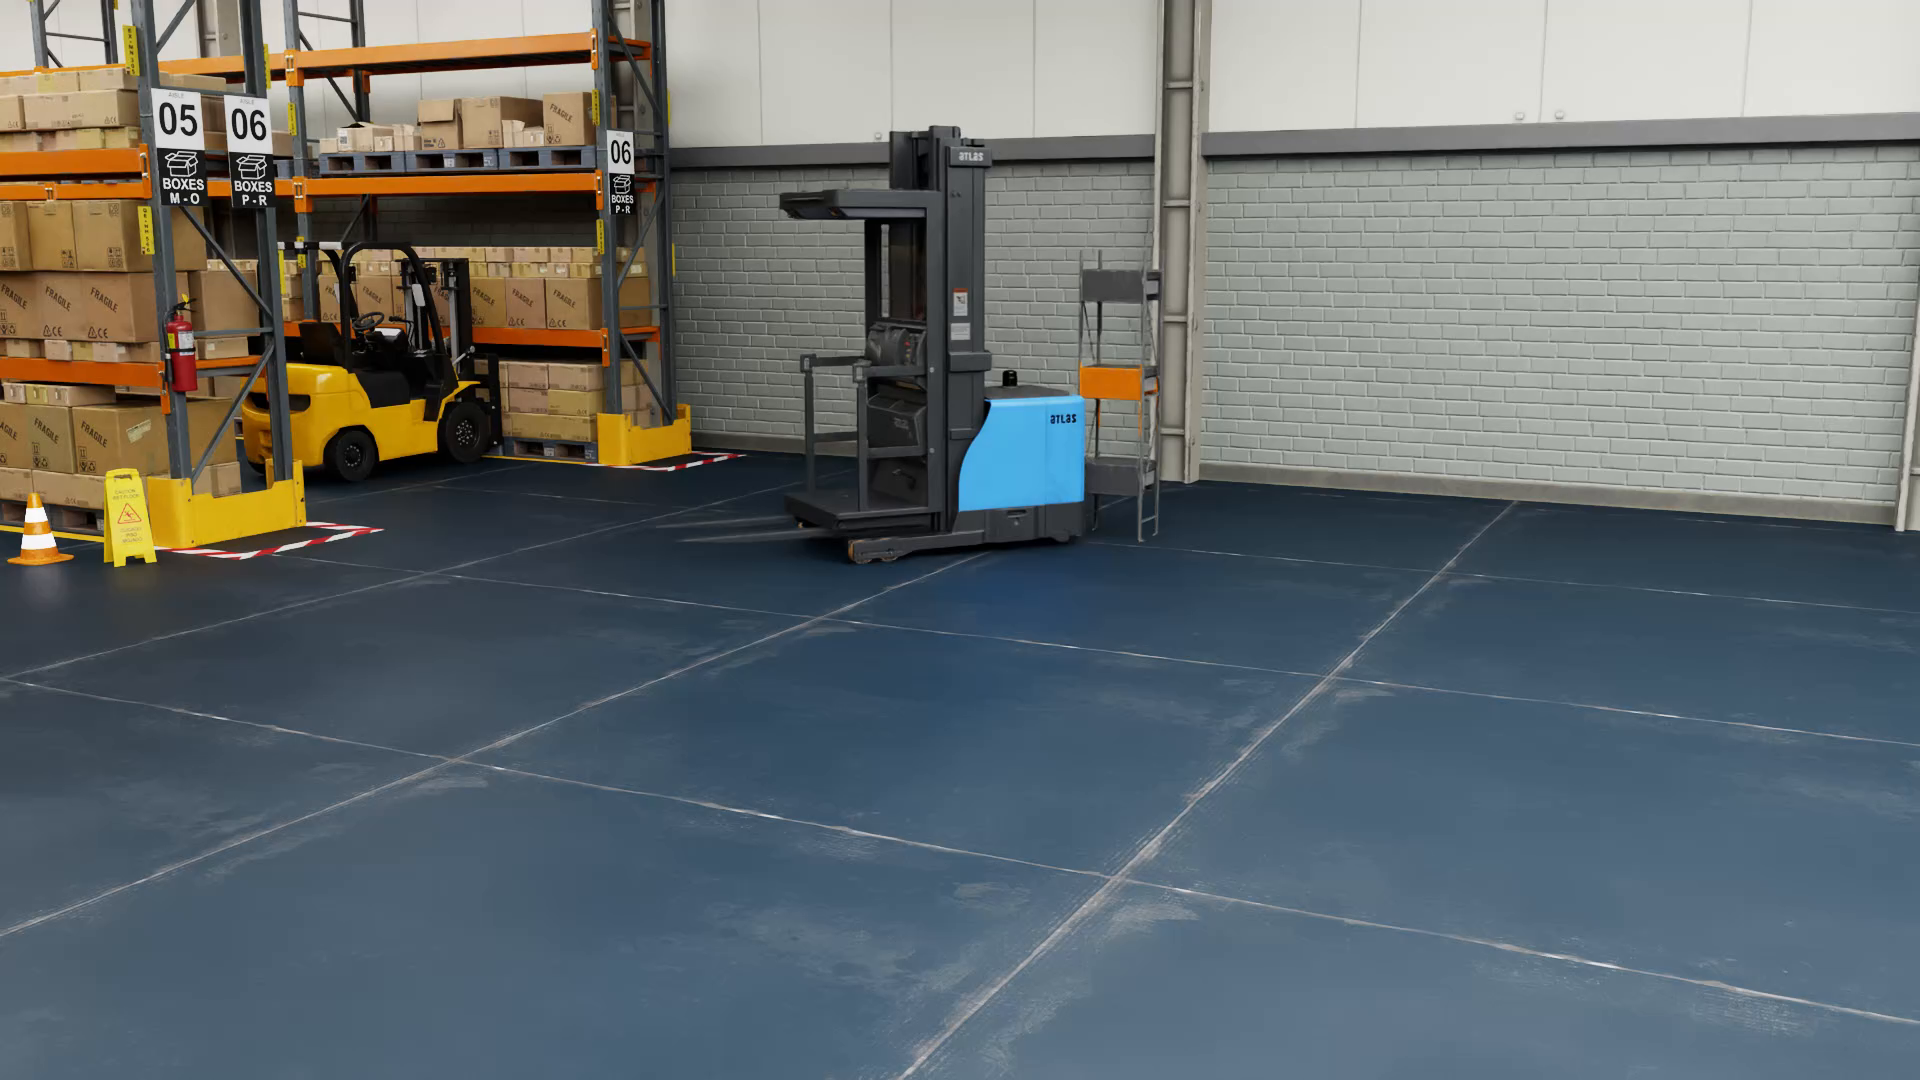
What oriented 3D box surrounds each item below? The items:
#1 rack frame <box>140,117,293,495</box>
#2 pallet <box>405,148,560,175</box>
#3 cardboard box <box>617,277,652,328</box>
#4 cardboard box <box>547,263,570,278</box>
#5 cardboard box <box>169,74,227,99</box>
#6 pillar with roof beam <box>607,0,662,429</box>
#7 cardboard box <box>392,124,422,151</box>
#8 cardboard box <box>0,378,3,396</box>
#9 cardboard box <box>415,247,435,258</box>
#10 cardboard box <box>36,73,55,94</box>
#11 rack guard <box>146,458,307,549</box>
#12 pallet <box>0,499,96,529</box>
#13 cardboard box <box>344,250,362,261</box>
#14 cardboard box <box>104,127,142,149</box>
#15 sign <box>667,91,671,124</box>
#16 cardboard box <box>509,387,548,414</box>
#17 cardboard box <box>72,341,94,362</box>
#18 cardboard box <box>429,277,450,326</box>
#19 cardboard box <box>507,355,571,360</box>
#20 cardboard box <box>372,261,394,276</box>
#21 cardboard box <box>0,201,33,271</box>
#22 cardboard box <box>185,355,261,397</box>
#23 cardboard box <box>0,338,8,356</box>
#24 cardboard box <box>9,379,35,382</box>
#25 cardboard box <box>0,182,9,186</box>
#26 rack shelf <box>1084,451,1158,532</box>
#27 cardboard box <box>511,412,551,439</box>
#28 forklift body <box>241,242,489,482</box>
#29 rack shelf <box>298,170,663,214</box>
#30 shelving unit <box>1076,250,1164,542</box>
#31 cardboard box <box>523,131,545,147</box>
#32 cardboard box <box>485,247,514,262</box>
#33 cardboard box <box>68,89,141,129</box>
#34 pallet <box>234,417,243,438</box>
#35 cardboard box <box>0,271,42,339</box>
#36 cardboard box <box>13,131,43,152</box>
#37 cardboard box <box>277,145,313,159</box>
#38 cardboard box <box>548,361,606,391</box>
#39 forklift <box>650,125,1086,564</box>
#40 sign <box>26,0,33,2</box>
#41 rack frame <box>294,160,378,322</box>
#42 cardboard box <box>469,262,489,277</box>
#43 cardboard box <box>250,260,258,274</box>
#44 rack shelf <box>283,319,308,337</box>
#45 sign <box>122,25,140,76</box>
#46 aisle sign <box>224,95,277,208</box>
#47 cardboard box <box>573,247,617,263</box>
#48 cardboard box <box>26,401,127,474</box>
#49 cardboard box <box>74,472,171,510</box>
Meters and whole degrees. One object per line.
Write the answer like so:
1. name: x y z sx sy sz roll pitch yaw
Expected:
1. rack frame: -5.382 -1.510 12.150 0.127 3.000 1.000 5 11 26
2. pallet: -4.909 -3.891 17.134 1.213 0.211 1.003 5 11 26
3. cardboard box: -3.510 -2.436 16.984 0.500 0.500 0.500 5 12 28
4. cardboard box: -3.866 -2.669 16.454 0.250 0.149 0.380 5 12 27
5. cardboard box: -5.610 -3.315 12.169 0.250 0.149 0.380 5 11 25
6. pillar with roof beam: -5.319 -4.766 13.297 0.400 9.000 9.100 5 11 26
7. cardboard box: -5.579 -4.118 17.058 0.258 0.266 0.396 5 11 24
8. cardboard box: -7.769 -1.197 13.035 0.250 0.149 0.380 6 12 29
9. cardboard box: -5.431 -2.972 17.289 0.250 0.149 0.380 5 11 26
10. cardboard box: -6.472 -3.306 12.118 0.250 0.149 0.380 5 11 26
11. rack guard: -5.450 -0.286 12.406 0.348 0.500 1.175 5 11 26
12. pallet: -7.253 -0.310 13.349 1.213 0.211 1.003 5 11 26
13. cardboard box: -6.339 -3.057 17.761 0.250 0.149 0.380 5 11 27
14. cardboard box: -5.825 -2.846 11.814 0.250 0.149 0.380 5 11 26
15. sign: -2.938 -4.336 16.667 0.005 0.325 0.100 5 11 26
16. cardboard box: -4.209 -1.432 16.859 0.500 0.250 0.500 5 11 25
17. cardboard box: -6.308 -1.407 12.290 0.250 0.149 0.380 5 11 25
18. cardboard box: -5.123 -2.470 17.172 0.500 0.500 0.500 5 11 26
19. cardboard box: -4.429 -1.797 17.468 0.500 0.250 0.500 5 11 25
20. cardboard box: -5.939 -2.852 17.463 0.250 0.149 0.380 5 12 27
21. cardboard box: -6.890 -2.268 12.414 0.500 0.500 0.700 5 11 25
22. cardboard box: -8.616 -1.817 19.335 0.625 0.625 0.875 5 11 23
23. cardboard box: -7.174 -1.505 12.829 0.250 0.149 0.380 5 11 26
24. cardboard box: -11.282 -1.950 20.422 0.500 0.500 0.500 5 11 25
25. cardboard box: -11.382 -4.377 19.989 0.500 0.250 0.500 5 11 26
26. rack shelf: 1.175 -0.365 12.361 0.480 0.518 0.431 5 11 26
27. cardboard box: -4.192 -1.184 16.890 0.500 0.250 0.500 5 11 26
28. forklift body: -5.697 -1.743 15.823 1.214 2.155 2.313 5 11 26
29. rack shelf: -4.982 -3.583 17.200 4.000 0.370 1.077 5 11 26
30. shelving unit: 1.175 -1.068 12.233 0.503 2.100 0.431 5 11 26
31. cardboard box: -4.066 -3.928 16.334 0.250 0.149 0.380 5 11 24
32. cardboard box: -4.558 -2.877 16.768 0.250 0.149 0.380 5 12 27
33. cardboard box: -5.960 -3.056 11.855 0.500 0.250 0.500 5 11 25
34. pallet: -7.454 -1.298 18.808 1.213 0.211 1.003 5 11 26
35. cardboard box: -6.884 -1.784 12.551 0.500 0.500 0.500 5 11 26
36. cardboard box: -6.728 -2.929 12.275 0.250 0.149 0.380 5 11 25
37. cardboard box: -7.450 -4.325 18.525 0.250 0.149 0.380 5 11 26
38. cardboard box: -3.740 -1.635 16.576 0.500 0.250 0.500 5 12 28
39. forklift: -0.640 -1.383 11.644 3.031 2.935 1.130 -5 11 -26
40. sign: -10.594 -6.297 18.908 0.005 0.325 0.100 5 11 26
41. rack frame: -6.776 -2.618 18.274 0.127 3.000 1.000 5 11 26
42. cardboard box: -4.785 -2.751 16.906 0.250 0.149 0.380 5 11 26
43. cardboard box: -7.616 -3.023 18.409 0.250 0.149 0.380 5 11 26
44. rack shelf: -8.569 -2.422 19.209 4.000 0.370 1.077 5 11 26
45. sign: -5.645 -3.335 11.323 0.005 0.325 0.100 5 11 26
46. aisle sign: -5.189 -2.834 12.165 0.004 0.787 0.394 5 11 26
47. cardboard box: -3.603 -2.812 16.409 0.250 0.149 0.380 5 11 26
48. cardboard box: -6.685 -0.795 12.634 0.500 0.500 0.500 6 12 28
49. cardboard box: -6.247 -0.386 12.483 0.500 0.250 0.500 5 11 26
